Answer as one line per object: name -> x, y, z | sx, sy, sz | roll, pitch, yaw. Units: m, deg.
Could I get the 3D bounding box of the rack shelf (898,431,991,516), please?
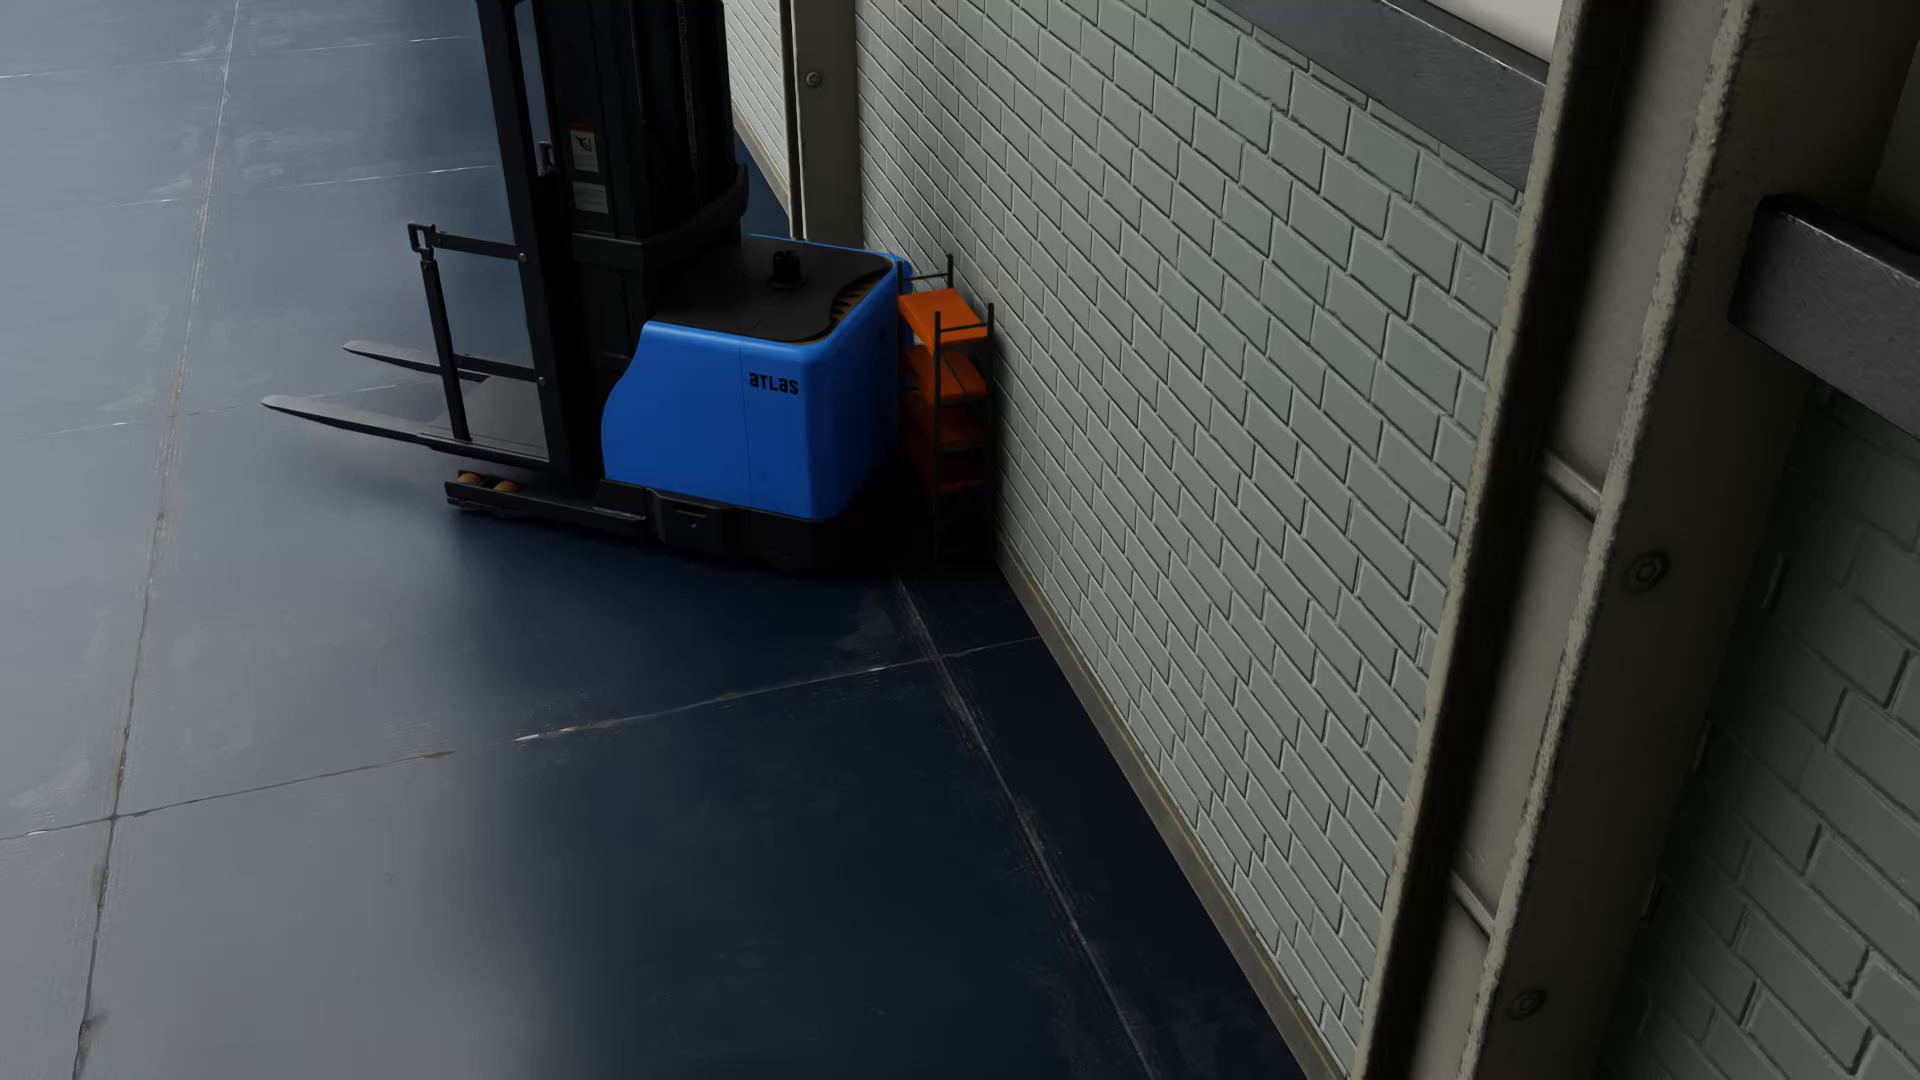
rack shelf -> -0.070, -0.305, 7.101 | 0.258, 0.148, 0.480 | -10, 35, -16

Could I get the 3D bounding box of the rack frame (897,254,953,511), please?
rack frame -> -0.148, -0.655, 7.146 | 0.240, 1.200, 0.015 | -10, 35, -16

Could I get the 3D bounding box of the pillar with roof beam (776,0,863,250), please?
pillar with roof beam -> -4.800, -4.197, 5.440 | 9.100, 9.000, 0.400 | -10, 35, -15

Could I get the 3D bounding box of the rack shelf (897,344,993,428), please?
rack shelf -> -0.067, -0.657, 6.867 | 0.258, 0.148, 0.480 | -10, 35, -16

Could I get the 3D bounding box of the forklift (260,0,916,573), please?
forklift -> -1.761, -1.575, 6.975 | 3.031, 2.935, 1.130 | 11, 35, 17

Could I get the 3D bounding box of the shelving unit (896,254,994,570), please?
shelving unit -> -0.068, -0.526, 6.954 | 0.258, 1.200, 0.503 | -10, 35, -16

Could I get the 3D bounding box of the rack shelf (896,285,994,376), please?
rack shelf -> -0.065, -0.854, 6.736 | 0.258, 0.148, 0.480 | -10, 35, -16

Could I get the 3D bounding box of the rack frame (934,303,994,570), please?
rack frame -> 0.012, -0.398, 6.762 | 0.240, 1.200, 0.015 | -10, 35, -16

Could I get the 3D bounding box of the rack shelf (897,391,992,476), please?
rack shelf -> -0.069, -0.470, 6.991 | 0.258, 0.148, 0.480 | -10, 35, -16
